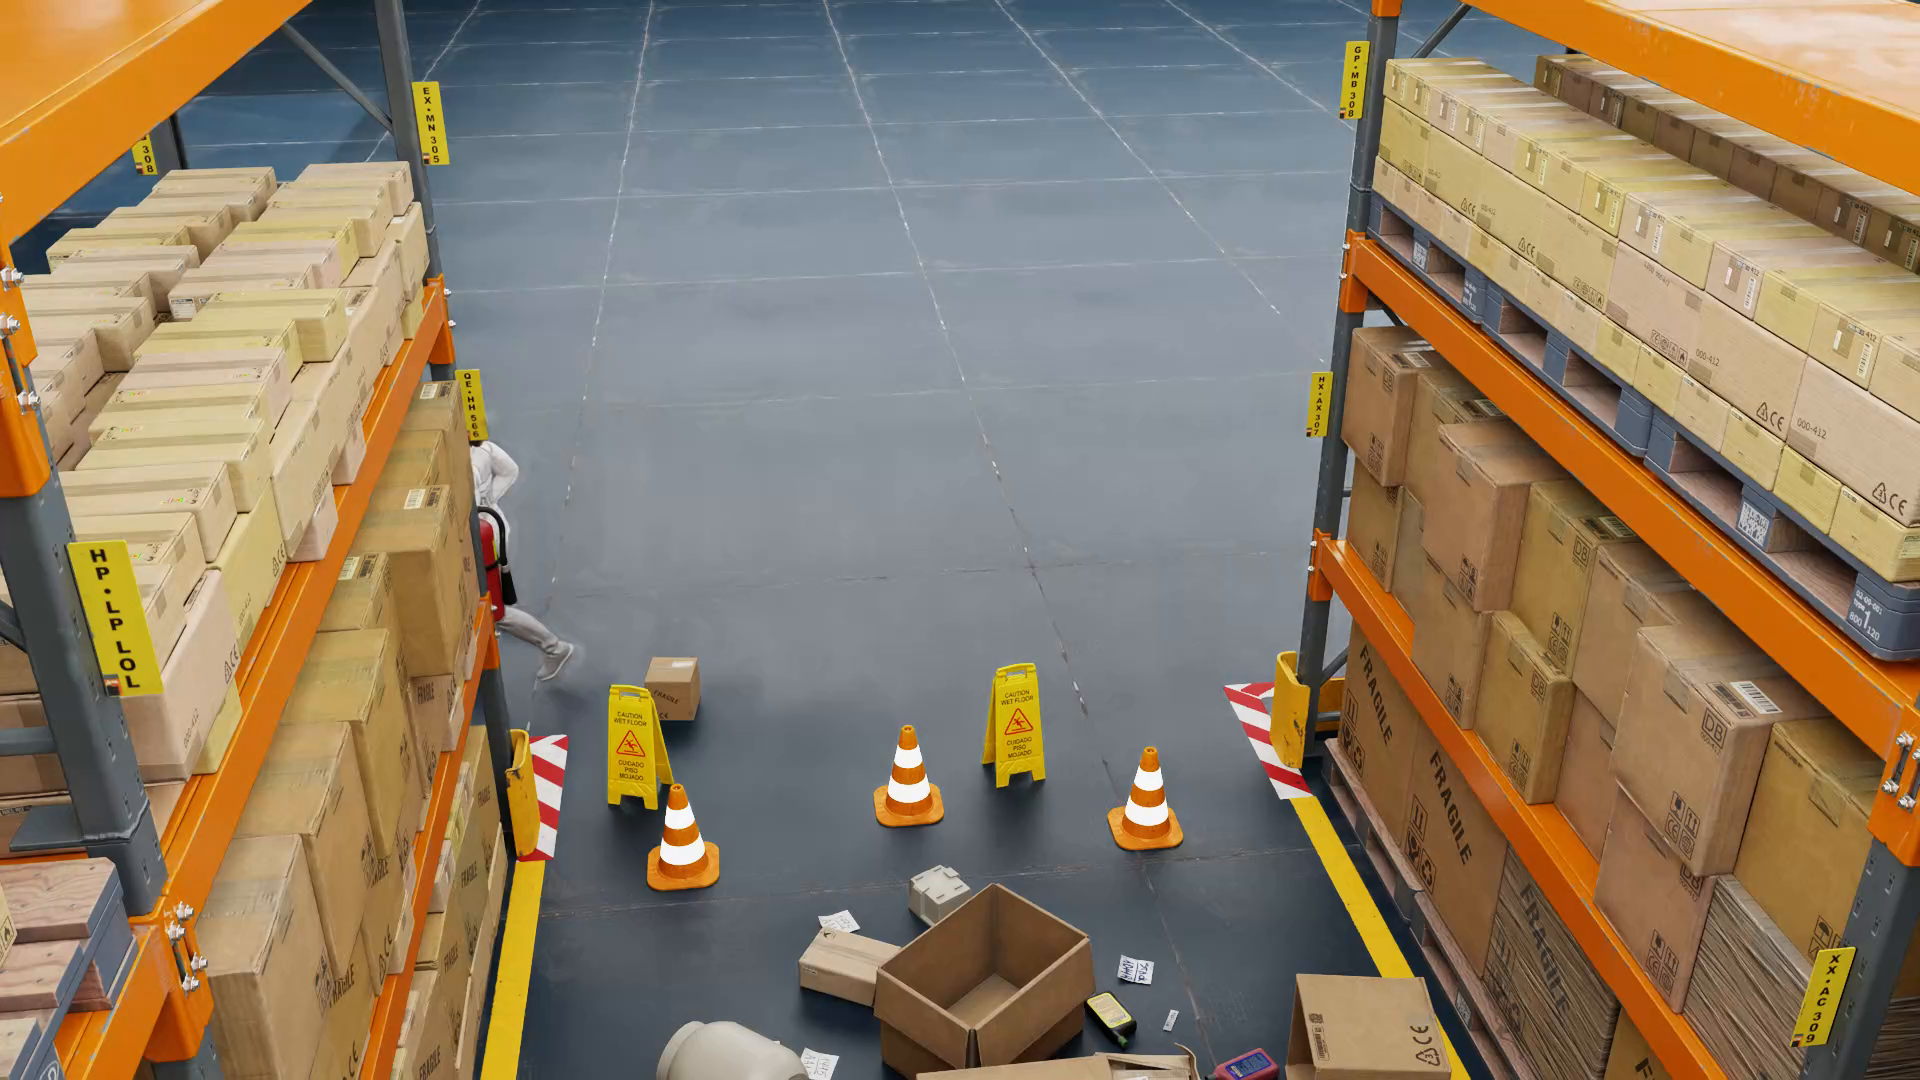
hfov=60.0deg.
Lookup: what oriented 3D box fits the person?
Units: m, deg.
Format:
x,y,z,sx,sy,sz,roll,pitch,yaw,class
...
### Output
x,y,z,sx,sy,sz,roll,pitch,yaw,class
-2.574,0.037,8.956,0.824,1.684,0.641,-3,27,-5,person
